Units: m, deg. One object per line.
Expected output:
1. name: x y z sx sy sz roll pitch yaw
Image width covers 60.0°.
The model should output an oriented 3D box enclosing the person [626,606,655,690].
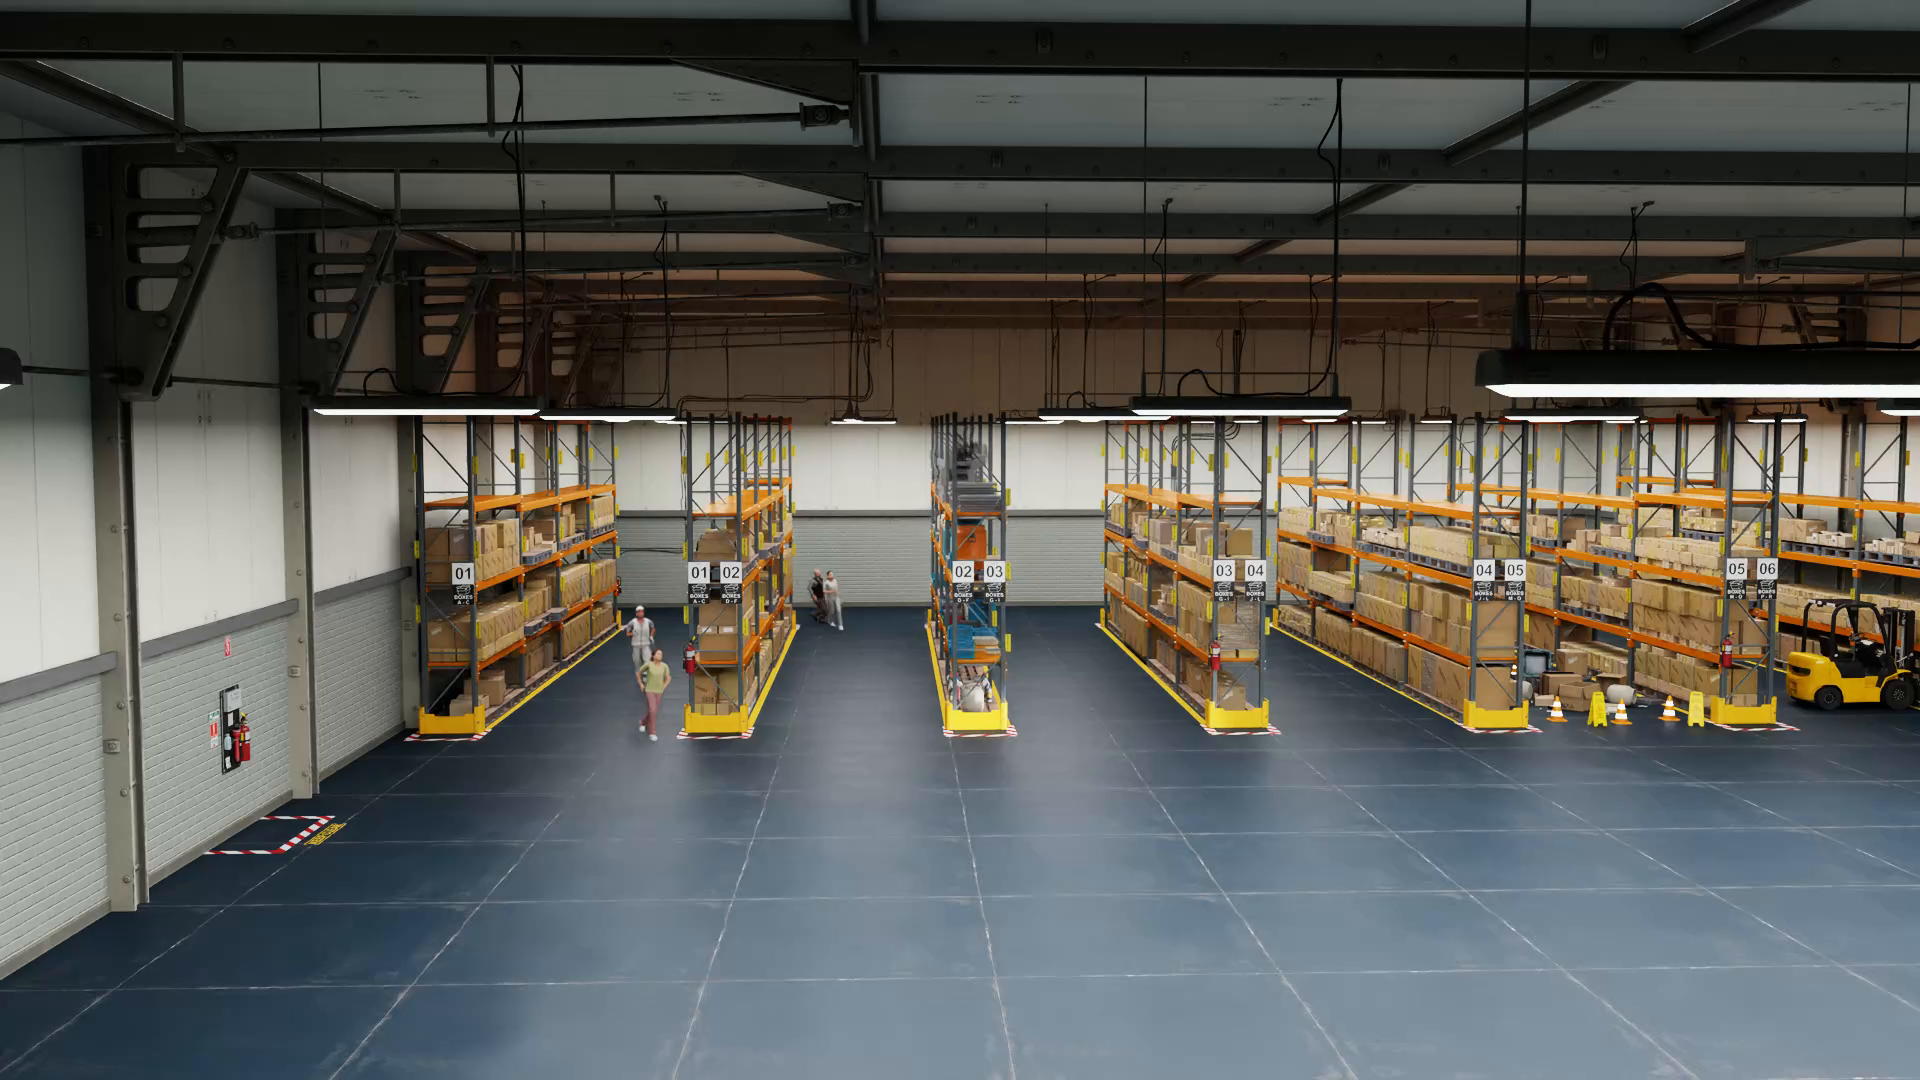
1. person: -6.966 2.356 36.350 0.632 1.824 0.705 -1 4 -15

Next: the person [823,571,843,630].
1. person: -3.628 1.686 46.963 0.569 1.643 0.953 -2 4 -26

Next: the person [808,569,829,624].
1. person: -4.119 1.654 48.057 0.547 1.635 0.730 2 4 25

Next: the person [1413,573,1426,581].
1. person: 13.622 1.516 49.340 0.622 1.734 0.666 0 4 -6

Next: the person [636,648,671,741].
1. person: -5.638 2.820 30.706 0.603 1.666 0.790 -3 5 -33
